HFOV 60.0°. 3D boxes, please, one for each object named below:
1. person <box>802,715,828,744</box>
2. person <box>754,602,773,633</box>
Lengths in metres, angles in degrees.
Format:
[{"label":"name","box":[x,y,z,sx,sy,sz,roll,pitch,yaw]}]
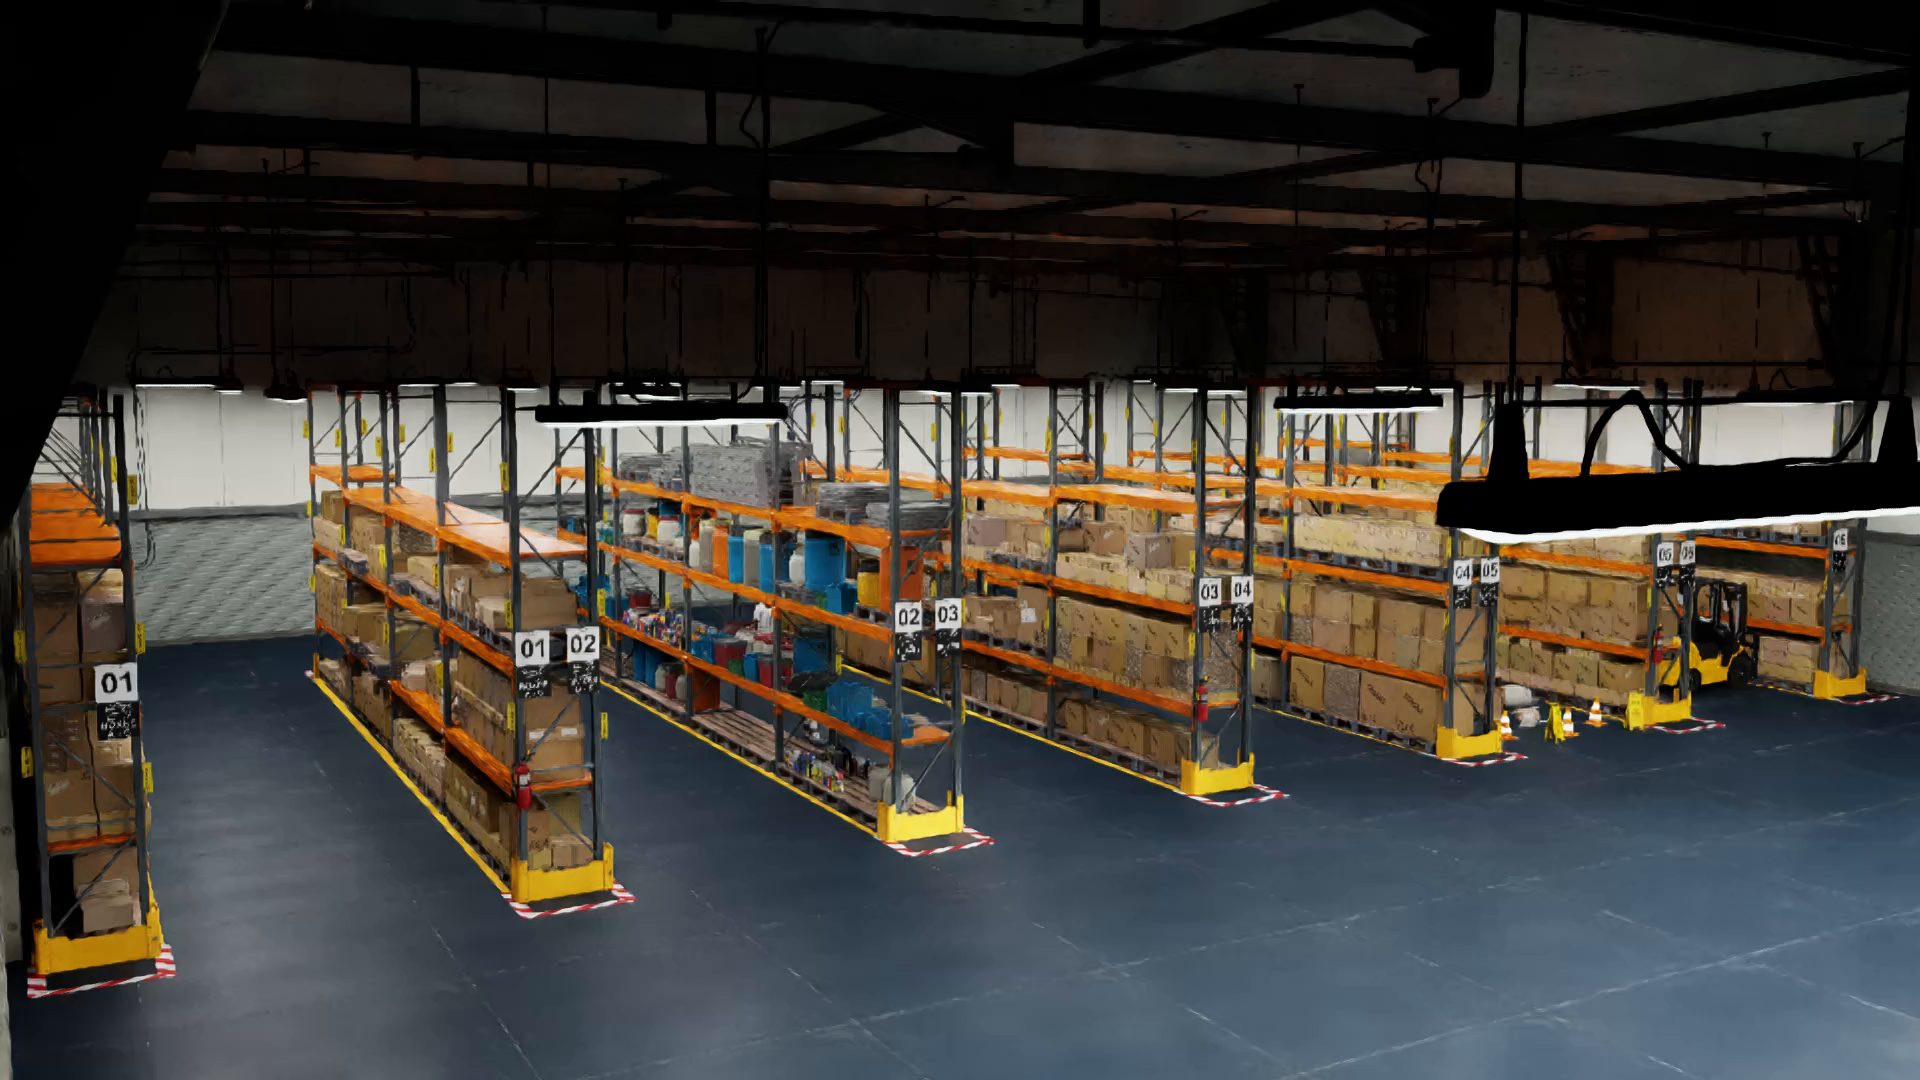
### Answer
[{"label":"person","box":[-2.433,2.469,27.781,0.625,1.794,0.468,5,8,42]},{"label":"person","box":[-3.950,1.852,34.135,0.574,1.691,1.121,-3,7,-26]}]
